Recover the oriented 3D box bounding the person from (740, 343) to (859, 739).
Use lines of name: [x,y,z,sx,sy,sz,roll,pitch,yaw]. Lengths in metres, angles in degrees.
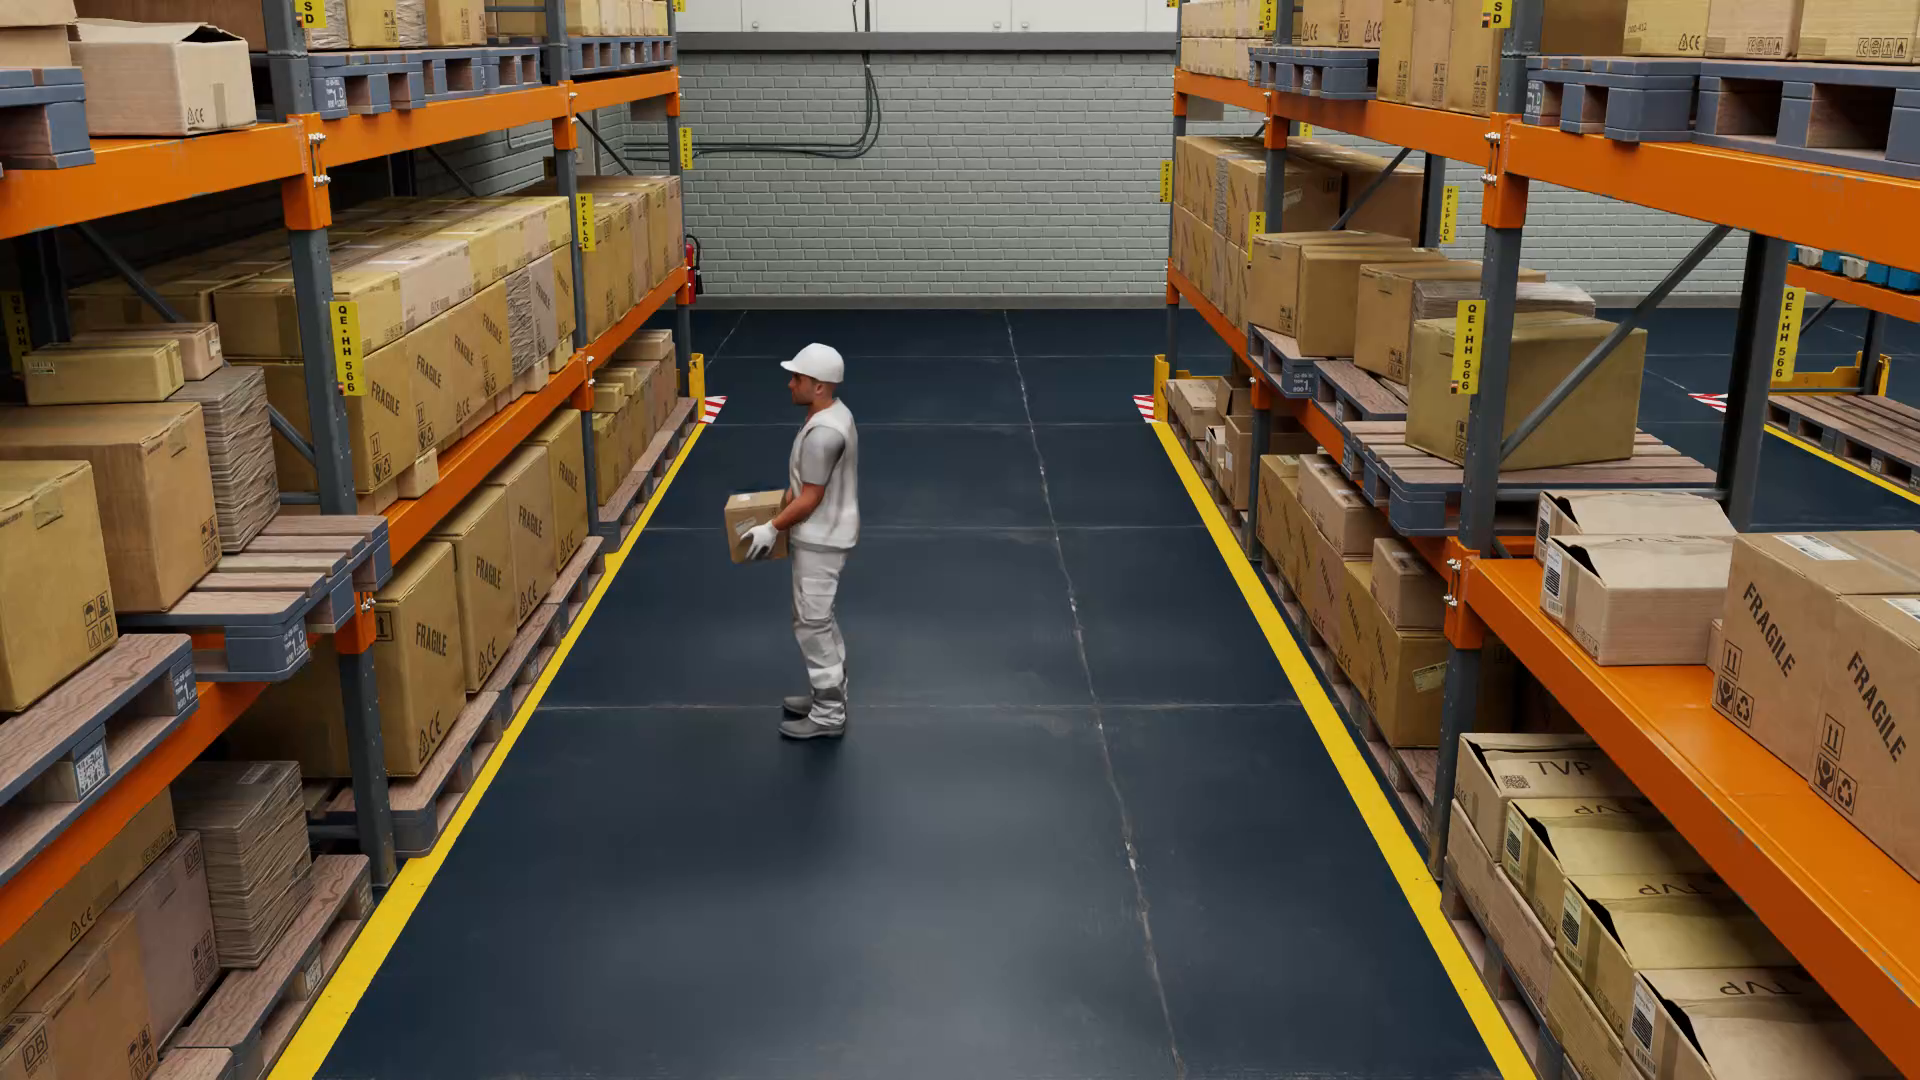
person: [-0.711,0.007,7.472,0.519,1.794,0.526,0,17,-1]
